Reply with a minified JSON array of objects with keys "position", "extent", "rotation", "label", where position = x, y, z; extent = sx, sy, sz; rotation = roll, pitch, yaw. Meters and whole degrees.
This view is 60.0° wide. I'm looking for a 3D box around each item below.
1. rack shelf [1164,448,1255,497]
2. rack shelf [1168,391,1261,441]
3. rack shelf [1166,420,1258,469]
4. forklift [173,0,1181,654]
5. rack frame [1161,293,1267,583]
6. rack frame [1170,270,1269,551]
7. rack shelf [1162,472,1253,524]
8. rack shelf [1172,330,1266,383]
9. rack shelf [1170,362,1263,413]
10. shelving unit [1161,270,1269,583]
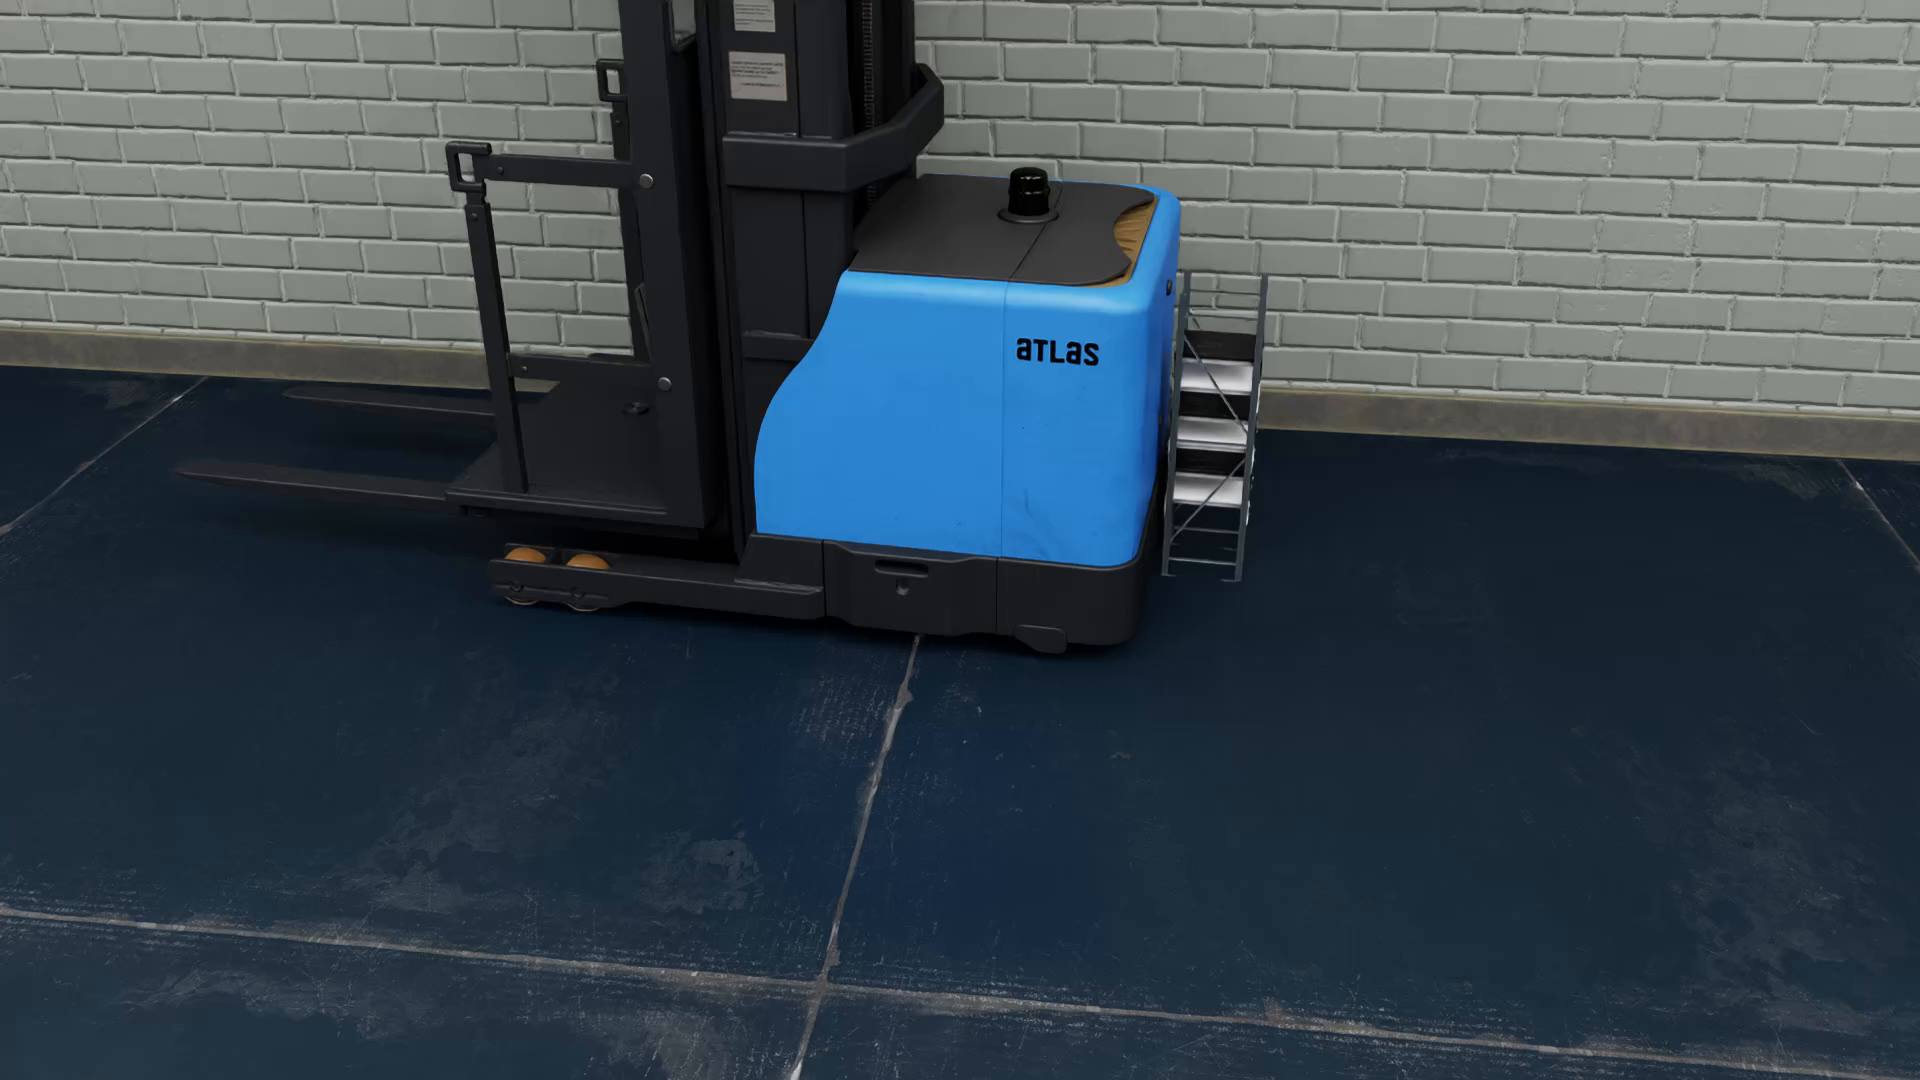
[{"position":[0.747,-0.217,4.964],"extent":[0.258,0.077,0.200],"rotation":[5,29,9],"label":"rack shelf"},{"position":[0.747,-0.375,4.878],"extent":[0.258,0.077,0.200],"rotation":[5,29,9],"label":"rack shelf"},{"position":[0.747,-0.296,4.921],"extent":[0.258,0.077,0.200],"rotation":[5,29,9],"label":"rack shelf"},{"position":[-0.904,-1.318,4.605],"extent":[3.031,2.935,1.130],"rotation":[6,29,10],"label":"forklift"},{"position":[0.728,-0.278,4.817],"extent":[0.240,0.900,0.006],"rotation":[5,29,9],"label":"rack frame"},{"position":[0.766,-0.373,4.993],"extent":[0.240,0.900,0.006],"rotation":[5,29,9],"label":"rack frame"},{"position":[0.747,-0.138,5.006],"extent":[0.258,0.077,0.200],"rotation":[5,29,9],"label":"rack shelf"},{"position":[0.747,-0.534,4.793],"extent":[0.258,0.077,0.200],"rotation":[5,29,9],"label":"rack shelf"},{"position":[0.747,-0.455,4.836],"extent":[0.258,0.077,0.200],"rotation":[5,29,9],"label":"rack shelf"},{"position":[0.747,-0.325,4.905],"extent":[0.258,0.900,0.210],"rotation":[5,29,9],"label":"shelving unit"}]
